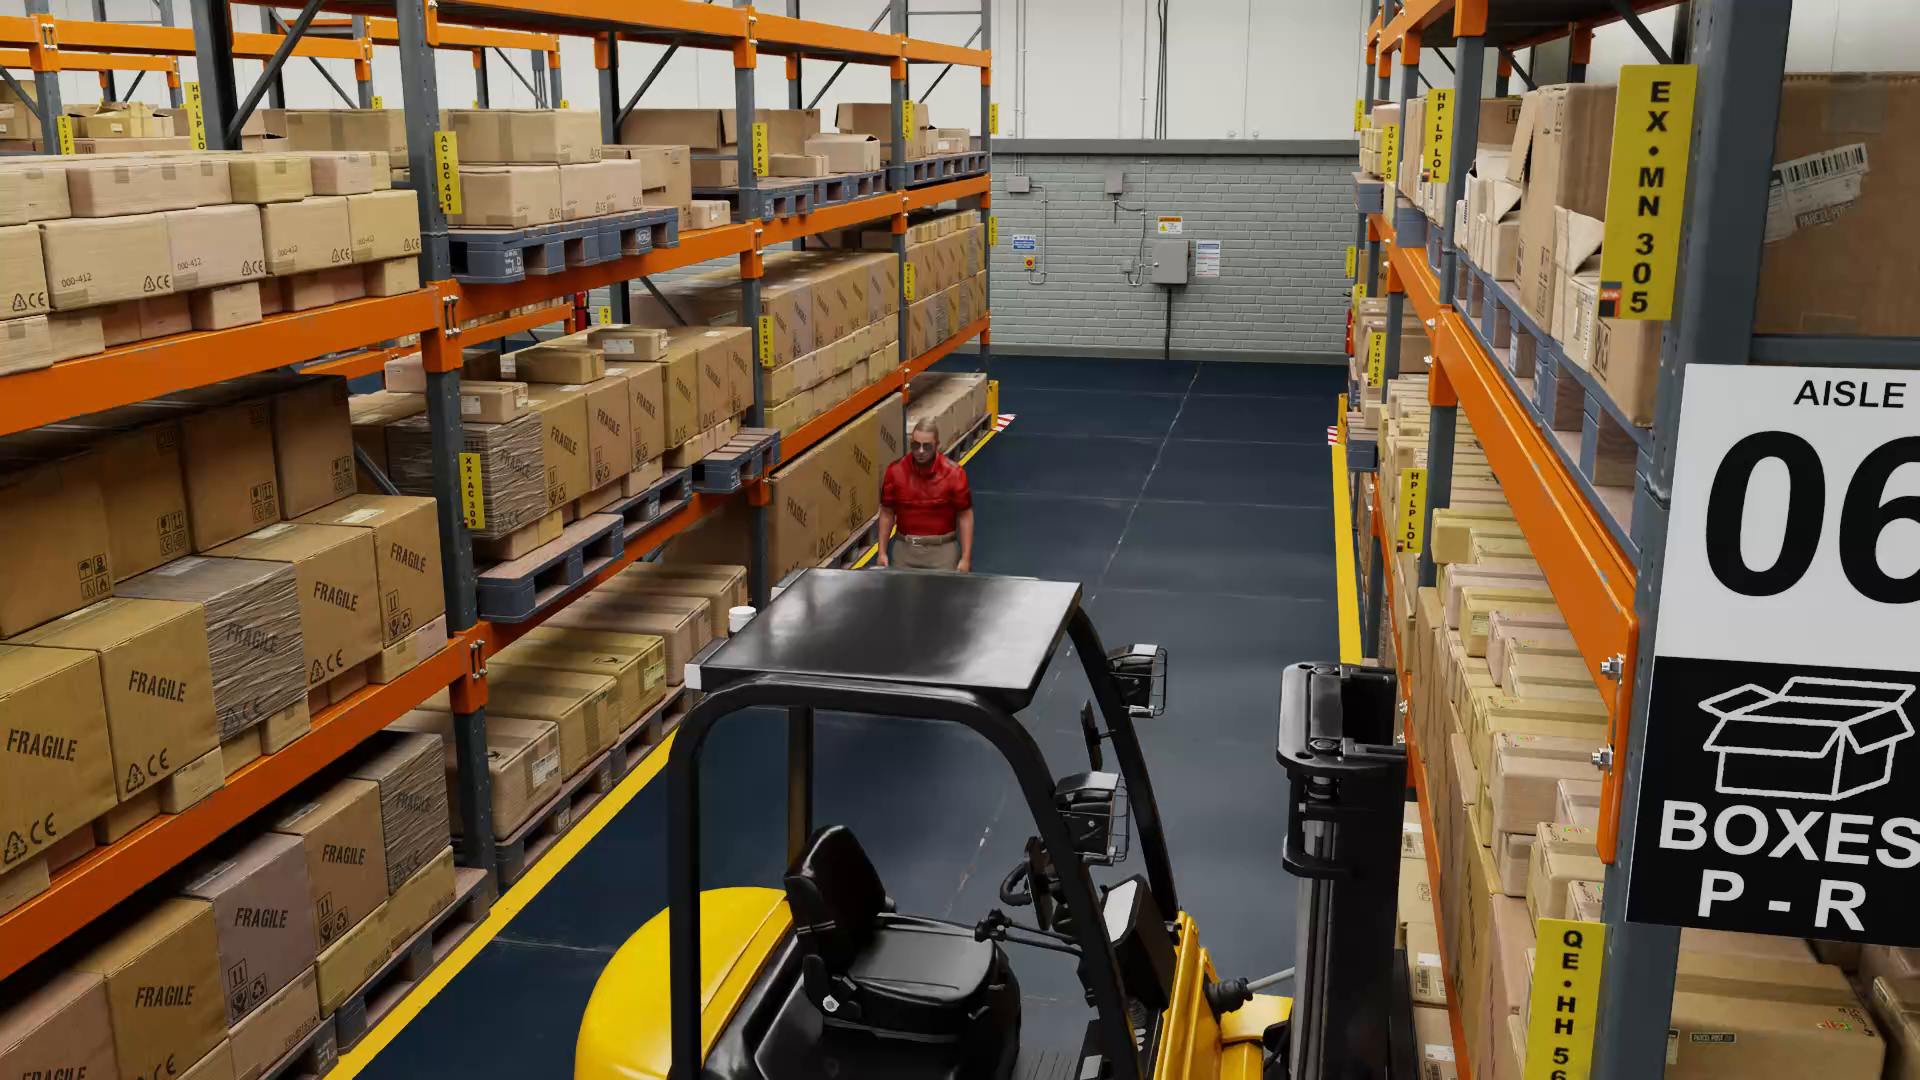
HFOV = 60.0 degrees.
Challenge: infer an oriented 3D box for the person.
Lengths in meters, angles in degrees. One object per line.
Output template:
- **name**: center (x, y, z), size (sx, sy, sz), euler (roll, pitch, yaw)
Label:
- **person**: center (-0.215, 0.116, 10.091), size (0.591, 1.726, 0.388), euler (3, 15, 10)
